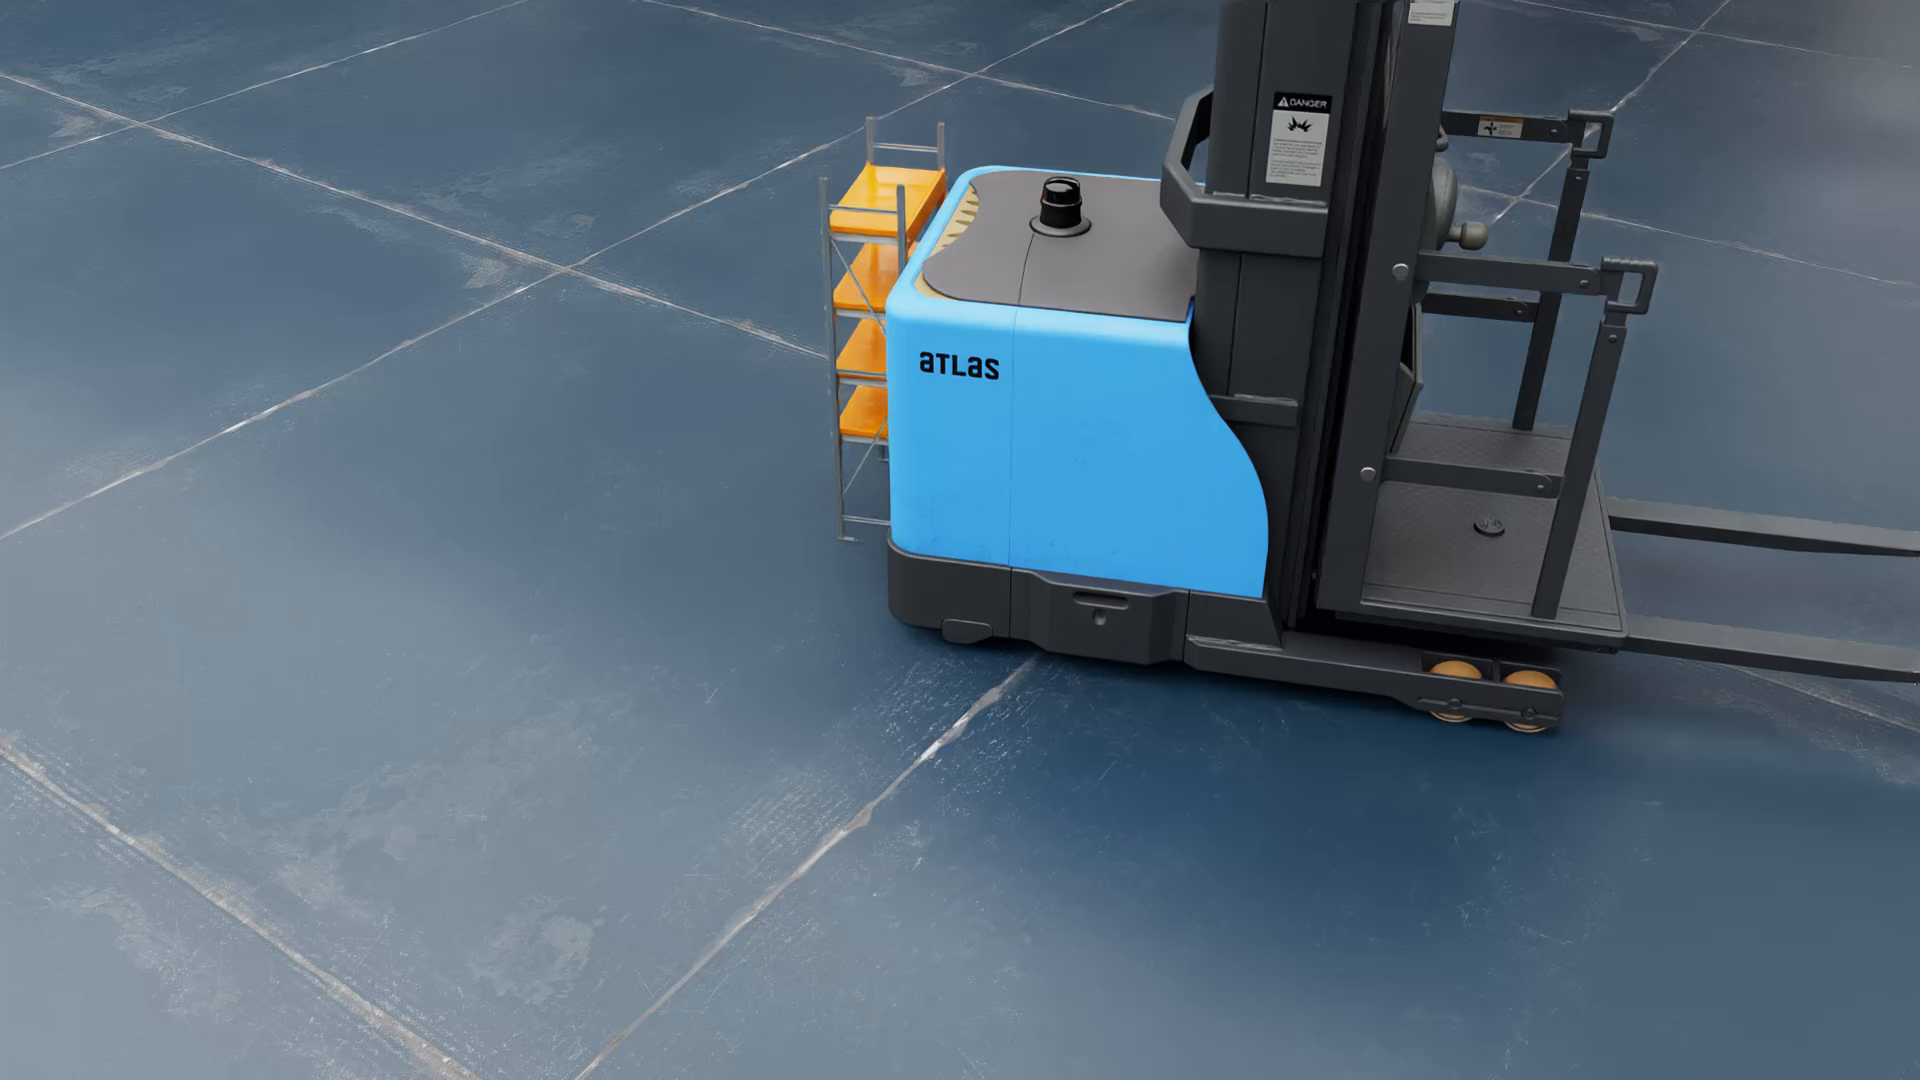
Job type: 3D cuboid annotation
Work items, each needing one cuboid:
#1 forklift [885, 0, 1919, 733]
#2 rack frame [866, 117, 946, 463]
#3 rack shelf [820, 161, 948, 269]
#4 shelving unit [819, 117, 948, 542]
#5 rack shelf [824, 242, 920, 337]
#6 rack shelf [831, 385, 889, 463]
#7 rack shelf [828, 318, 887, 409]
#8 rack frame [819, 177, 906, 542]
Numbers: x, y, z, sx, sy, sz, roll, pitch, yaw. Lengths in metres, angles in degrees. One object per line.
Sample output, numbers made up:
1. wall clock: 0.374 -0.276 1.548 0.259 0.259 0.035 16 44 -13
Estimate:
1. forklift: 1.364 -1.023 4.147 3.031 2.935 1.130 7 35 10
2. rack frame: -0.162 -0.753 5.293 0.240 1.200 0.015 7 35 10
3. rack shelf: -0.215 -0.945 4.875 0.258 0.148 0.480 7 35 10
4. shelving unit: -0.215 -0.620 5.095 0.258 1.200 0.503 7 35 10
5. rack shelf: -0.215 -0.749 5.008 0.258 0.148 0.480 7 35 10
6. rack shelf: -0.215 -0.400 5.244 0.258 0.148 0.480 7 35 10
7. rack shelf: -0.215 -0.564 5.133 0.258 0.148 0.480 7 35 10
8. rack frame: -0.268 -0.487 4.898 0.240 1.200 0.015 7 35 10
